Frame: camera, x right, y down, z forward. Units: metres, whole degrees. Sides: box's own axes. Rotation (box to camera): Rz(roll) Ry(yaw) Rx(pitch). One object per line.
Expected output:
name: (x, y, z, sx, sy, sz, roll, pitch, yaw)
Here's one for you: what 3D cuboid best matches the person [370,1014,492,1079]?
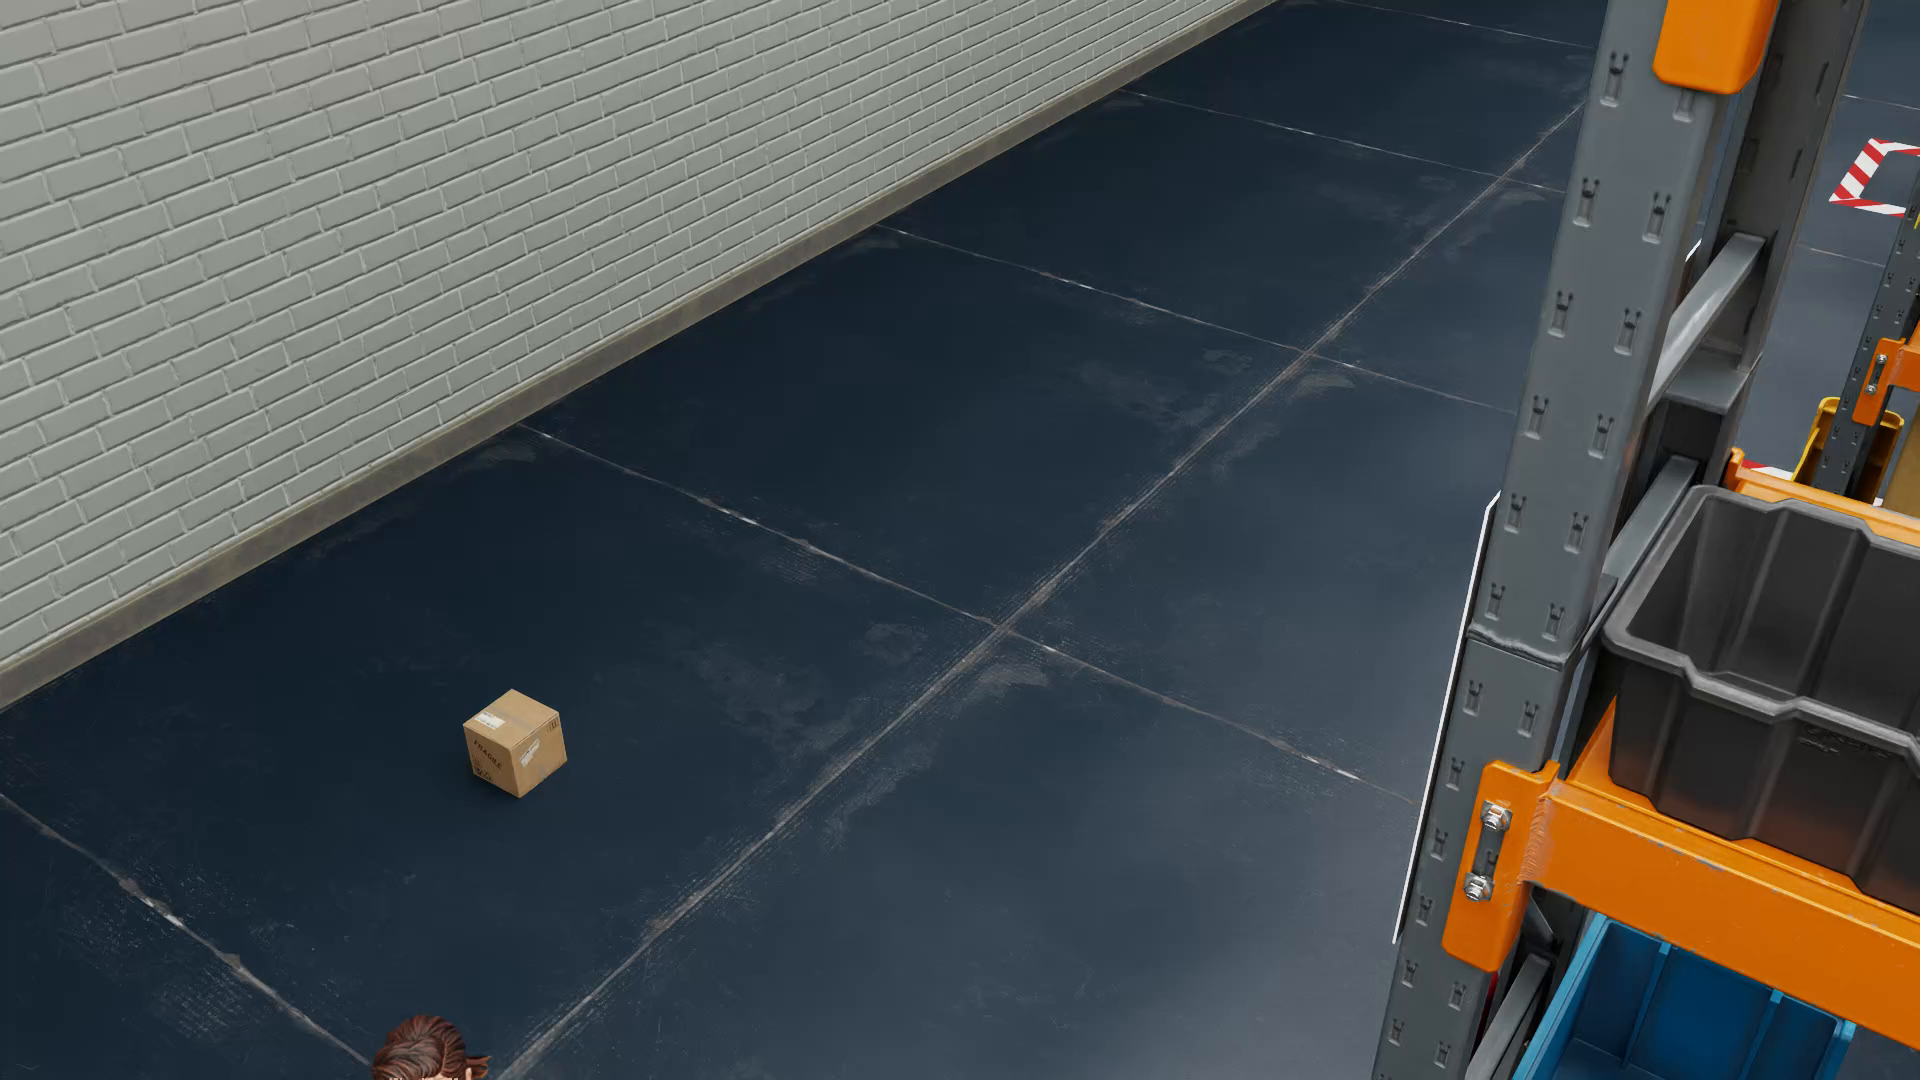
person: (-1.041, 1.698, 3.693, 0.466, 1.614, 1.020, -5, 35, -7)
